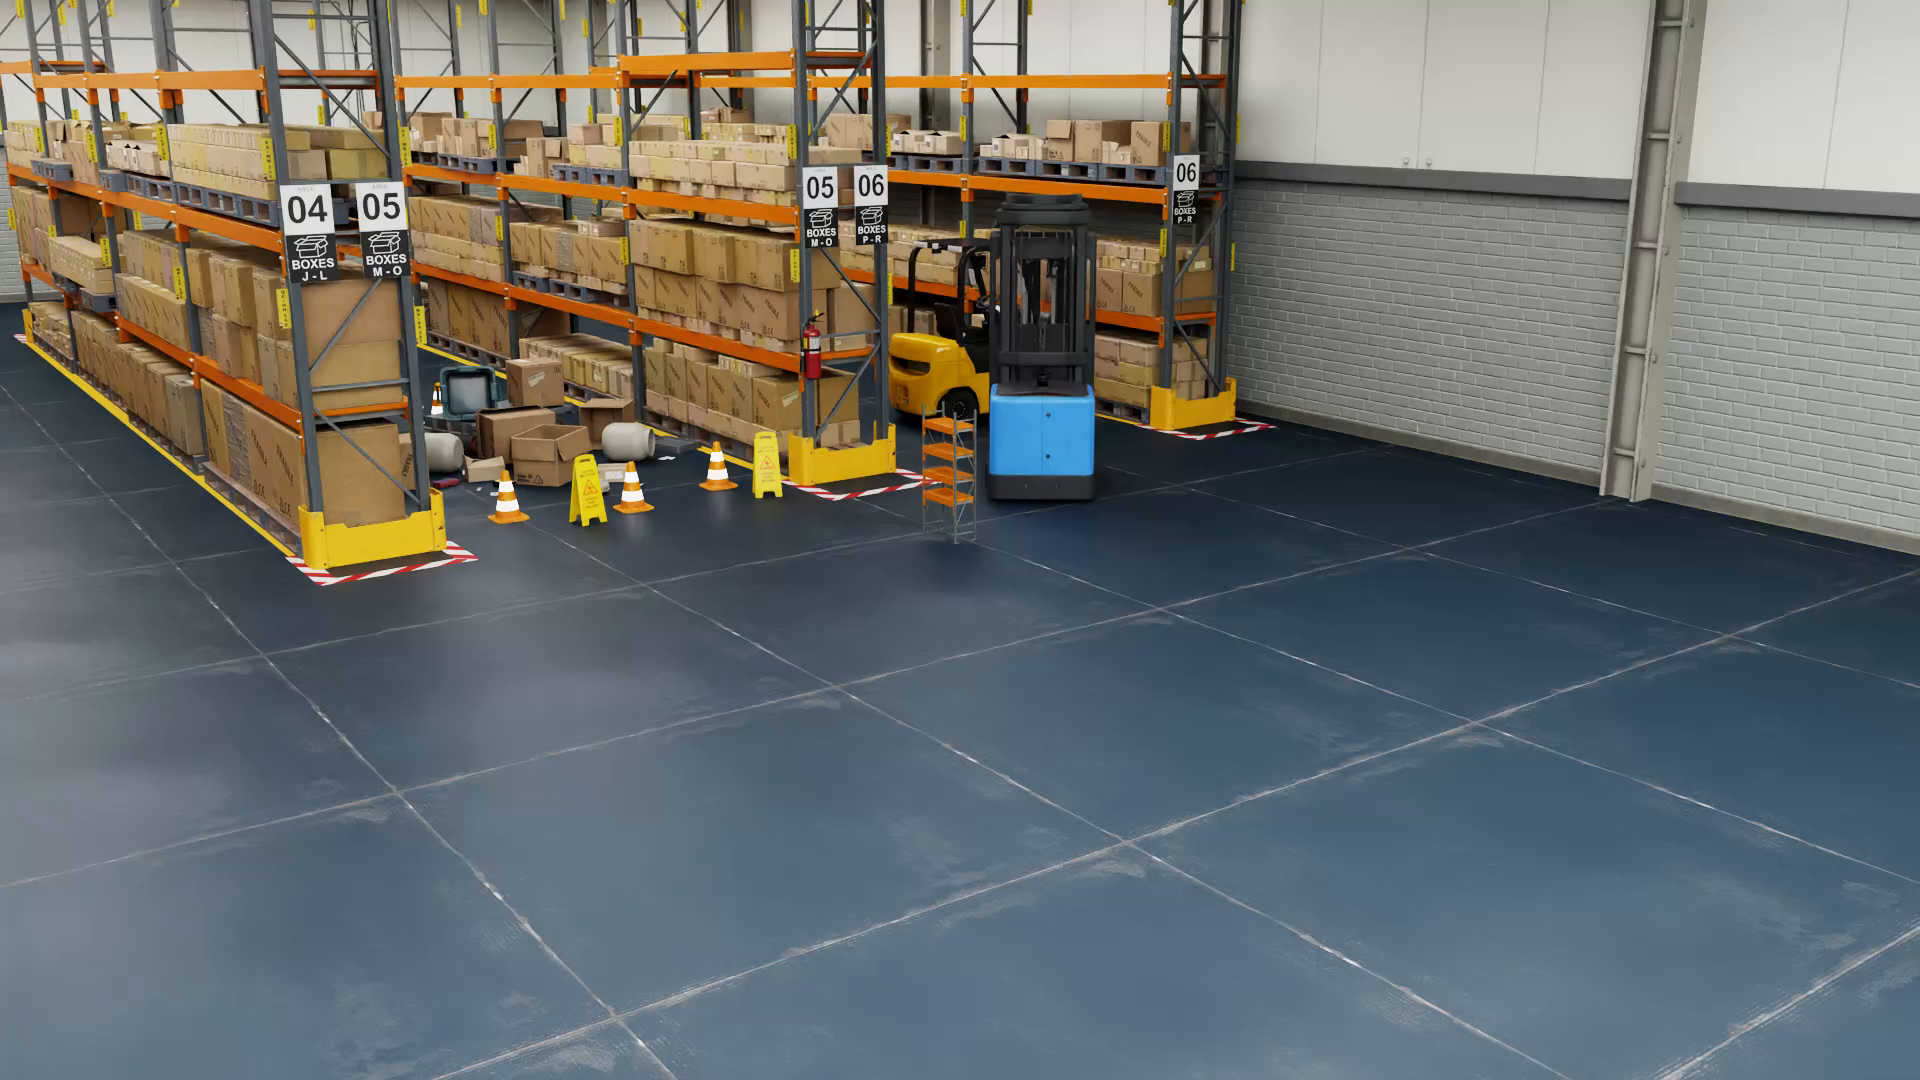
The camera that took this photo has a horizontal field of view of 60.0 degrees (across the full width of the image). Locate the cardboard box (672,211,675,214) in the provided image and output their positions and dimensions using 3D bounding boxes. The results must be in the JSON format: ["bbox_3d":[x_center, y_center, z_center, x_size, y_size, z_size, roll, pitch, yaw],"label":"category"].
[{"bbox_3d":[-5.199,-5.982,30.970,0.500,0.250,0.500,-11,19,-35],"label":"cardboard box"}]

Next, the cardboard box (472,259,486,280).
[{"bbox_3d":[-6.711,-3.919,23.995,0.500,0.250,0.500,-10,18,-34],"label":"cardboard box"}]

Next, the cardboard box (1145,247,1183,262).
[{"bbox_3d":[2.445,-3.428,19.937,0.380,0.149,0.250,-11,19,-34],"label":"cardboard box"}]

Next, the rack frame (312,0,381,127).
[{"bbox_3d":[-10.594,-8.418,28.788,1.000,3.000,0.127,-11,19,-35],"label":"rack frame"}]

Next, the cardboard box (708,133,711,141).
[{"bbox_3d":[-4.023,-6.793,28.023,0.380,0.149,0.250,-11,19,-34],"label":"cardboard box"}]

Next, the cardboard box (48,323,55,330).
[{"bbox_3d":[-13.811,-3.335,25.620,0.380,0.149,0.250,-12,19,-37],"label":"cardboard box"}]

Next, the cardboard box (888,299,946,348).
[{"bbox_3d":[-0.735,-3.228,24.890,0.875,0.625,0.625,-12,19,-37],"label":"cardboard box"}]

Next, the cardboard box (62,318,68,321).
[{"bbox_3d":[-13.030,-3.199,24.559,0.380,0.149,0.250,-10,18,-33],"label":"cardboard box"}]

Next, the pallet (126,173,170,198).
[{"bbox_3d":[-8.753,-4.015,18.738,1.003,0.211,1.213,-10,18,-32],"label":"pallet"}]

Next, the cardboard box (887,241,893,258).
[{"bbox_3d":[-0.907,-4.297,24.431,0.500,0.250,0.500,-11,19,-34],"label":"cardboard box"}]

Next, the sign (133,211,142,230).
[{"bbox_3d":[-11.740,-4.526,23.738,0.100,0.325,0.005,-11,19,-35],"label":"sign"}]

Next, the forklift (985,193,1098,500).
[{"bbox_3d":[0.853,-2.141,17.347,1.130,2.935,3.031,1,15,2],"label":"forklift"}]

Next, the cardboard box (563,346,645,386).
[{"bbox_3d":[-4.684,-2.310,22.017,0.950,0.372,0.625,-10,18,-33],"label":"cardboard box"}]

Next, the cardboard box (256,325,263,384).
[{"bbox_3d":[-5.955,-1.716,15.380,0.875,0.550,0.550,-11,19,-35],"label":"cardboard box"}]

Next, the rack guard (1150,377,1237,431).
[{"bbox_3d":[2.841,-1.669,20.226,1.175,0.500,0.348,-11,19,-35],"label":"rack guard"}]

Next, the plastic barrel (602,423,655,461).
[{"bbox_3d":[-3.626,-1.072,18.190,0.512,0.421,0.421,1,15,4],"label":"plastic barrel"}]

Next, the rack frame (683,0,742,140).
[{"bbox_3d":[-4.229,-8.336,28.485,1.000,3.000,0.127,-11,19,-35],"label":"rack frame"}]

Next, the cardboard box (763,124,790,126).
[{"bbox_3d":[-3.031,-6.791,27.451,0.380,0.149,0.250,-10,18,-33],"label":"cardboard box"}]

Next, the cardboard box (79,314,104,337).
[{"bbox_3d":[-11.651,-2.927,22.608,0.500,0.250,0.500,-10,18,-33],"label":"cardboard box"}]

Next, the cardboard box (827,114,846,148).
[{"bbox_3d":[-1.649,-6.141,24.975,0.500,0.500,0.500,-11,19,-34],"label":"cardboard box"}]

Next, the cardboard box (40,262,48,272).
[{"bbox_3d":[-13.521,-4.107,24.875,0.380,0.149,0.250,-10,18,-33],"label":"cardboard box"}]

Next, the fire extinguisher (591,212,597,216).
[{"bbox_3d":[-7.042,-6.039,32.310,0.296,0.674,0.183,-11,19,-35],"label":"fire extinguisher"}]

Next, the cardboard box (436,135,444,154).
[{"bbox_3d":[-7.451,-5.811,24.401,0.396,0.266,0.258,-9,18,-30],"label":"cardboard box"}]

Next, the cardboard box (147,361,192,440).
[{"bbox_3d":[-8.485,-1.615,18.761,1.050,0.750,0.750,-11,19,-35],"label":"cardboard box"}]

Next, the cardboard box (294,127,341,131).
[{"bbox_3d":[-5.816,-3.672,15.107,0.380,0.149,0.250,-11,19,-35],"label":"cardboard box"}]

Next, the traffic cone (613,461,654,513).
[{"bbox_3d":[-3.181,-0.531,16.141,0.336,0.463,0.334,-11,19,-35],"label":"traffic cone"}]

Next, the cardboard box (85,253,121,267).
[{"bbox_3d":[-10.640,-3.482,20.671,0.380,0.149,0.250,-11,19,-35],"label":"cardboard box"}]

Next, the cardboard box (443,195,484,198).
[{"bbox_3d":[-7.776,-5.145,26.108,0.500,0.500,0.500,-10,18,-33],"label":"cardboard box"}]

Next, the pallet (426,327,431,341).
[{"bbox_3d":[-8.626,-3.500,27.465,1.003,0.211,1.213,-11,19,-35],"label":"pallet"}]

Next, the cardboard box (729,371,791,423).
[{"bbox_3d":[-2.178,-1.588,18.188,0.500,0.500,0.500,-10,18,-33],"label":"cardboard box"}]

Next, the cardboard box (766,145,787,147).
[{"bbox_3d":[-1.887,-4.212,18.067,0.380,0.149,0.250,-10,18,-33],"label":"cardboard box"}]

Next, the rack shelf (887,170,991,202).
[{"bbox_3d":[-0.701,-5.261,24.295,1.077,0.370,4.000,-11,19,-35],"label":"rack shelf"}]

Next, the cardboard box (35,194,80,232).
[{"bbox_3d":[-12.990,-4.723,24.002,0.500,0.500,0.500,-12,19,-36],"label":"cardboard box"}]

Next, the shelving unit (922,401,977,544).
[{"bbox_3d":[-0.097,-0.614,15.047,0.258,1.200,0.503,-11,19,-35],"label":"shelving unit"}]

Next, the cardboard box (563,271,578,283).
[{"bbox_3d":[-4.938,-3.447,21.669,0.380,0.149,0.250,-10,18,-33],"label":"cardboard box"}]

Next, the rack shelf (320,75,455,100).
[{"bbox_3d":[-9.418,-7.451,27.375,1.077,0.370,4.000,-11,19,-35],"label":"rack shelf"}]

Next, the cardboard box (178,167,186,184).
[{"bbox_3d":[-7.390,-3.563,16.222,0.380,0.149,0.250,-11,19,-34],"label":"cardboard box"}]

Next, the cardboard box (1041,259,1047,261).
[{"bbox_3d":[1.178,-3.708,21.524,0.380,0.149,0.250,-12,19,-36],"label":"cardboard box"}]

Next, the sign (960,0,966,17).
[{"bbox_3d":[0.043,-7.029,21.793,0.100,0.325,0.005,-11,19,-35],"label":"sign"}]

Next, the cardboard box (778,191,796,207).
[{"bbox_3d":[-1.623,-3.467,16.854,0.380,0.149,0.250,-11,19,-34],"label":"cardboard box"}]

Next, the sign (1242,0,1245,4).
[{"bbox_3d":[3.279,-6.385,19.289,0.100,0.325,0.005,-11,19,-35],"label":"sign"}]

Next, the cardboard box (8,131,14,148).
[{"bbox_3d":[-14.183,-6.105,25.355,0.500,0.250,0.500,-11,19,-35],"label":"cardboard box"}]

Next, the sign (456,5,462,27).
[{"bbox_3d":[-7.810,-8.140,25.850,0.100,0.325,0.005,-11,19,-35],"label":"sign"}]

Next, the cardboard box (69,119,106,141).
[{"bbox_3d":[-11.056,-5.208,21.102,0.396,0.266,0.258,-11,19,-35],"label":"cardboard box"}]

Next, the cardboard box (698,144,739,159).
[{"bbox_3d":[-2.636,-4.236,18.153,0.380,0.149,0.250,-10,18,-33],"label":"cardboard box"}]

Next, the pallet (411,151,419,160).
[{"bbox_3d":[-8.715,-6.251,26.719,1.003,0.211,1.213,-11,19,-35],"label":"pallet"}]

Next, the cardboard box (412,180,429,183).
[{"bbox_3d":[-9.009,-5.887,27.590,0.380,0.149,0.250,-11,19,-35],"label":"cardboard box"}]

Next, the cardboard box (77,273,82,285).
[{"bbox_3d":[-11.096,-3.361,21.355,0.380,0.149,0.250,-12,19,-37],"label":"cardboard box"}]

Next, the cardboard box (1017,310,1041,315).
[{"bbox_3d":[0.920,-3.017,22.937,0.500,0.250,0.500,-10,18,-33],"label":"cardboard box"}]

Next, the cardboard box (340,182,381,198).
[{"bbox_3d":[-5.073,-3.018,14.229,0.380,0.149,0.250,-11,19,-34],"label":"cardboard box"}]

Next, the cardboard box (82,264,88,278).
[{"bbox_3d":[-10.809,-3.399,20.929,0.380,0.149,0.250,-10,18,-33],"label":"cardboard box"}]

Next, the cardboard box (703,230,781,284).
[{"bbox_3d":[-2.338,-3.060,17.926,0.700,0.500,0.500,-11,19,-35],"label":"cardboard box"}]

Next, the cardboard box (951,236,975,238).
[{"bbox_3d":[0.094,-4.133,23.077,0.380,0.149,0.250,-10,18,-33],"label":"cardboard box"}]

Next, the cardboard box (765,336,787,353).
[{"bbox_3d":[-1.818,-2.071,17.435,0.380,0.149,0.250,-11,19,-35],"label":"cardboard box"}]

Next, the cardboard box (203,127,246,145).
[{"bbox_3d":[-6.649,-3.678,15.131,0.380,0.149,0.250,-11,19,-35],"label":"cardboard box"}]
